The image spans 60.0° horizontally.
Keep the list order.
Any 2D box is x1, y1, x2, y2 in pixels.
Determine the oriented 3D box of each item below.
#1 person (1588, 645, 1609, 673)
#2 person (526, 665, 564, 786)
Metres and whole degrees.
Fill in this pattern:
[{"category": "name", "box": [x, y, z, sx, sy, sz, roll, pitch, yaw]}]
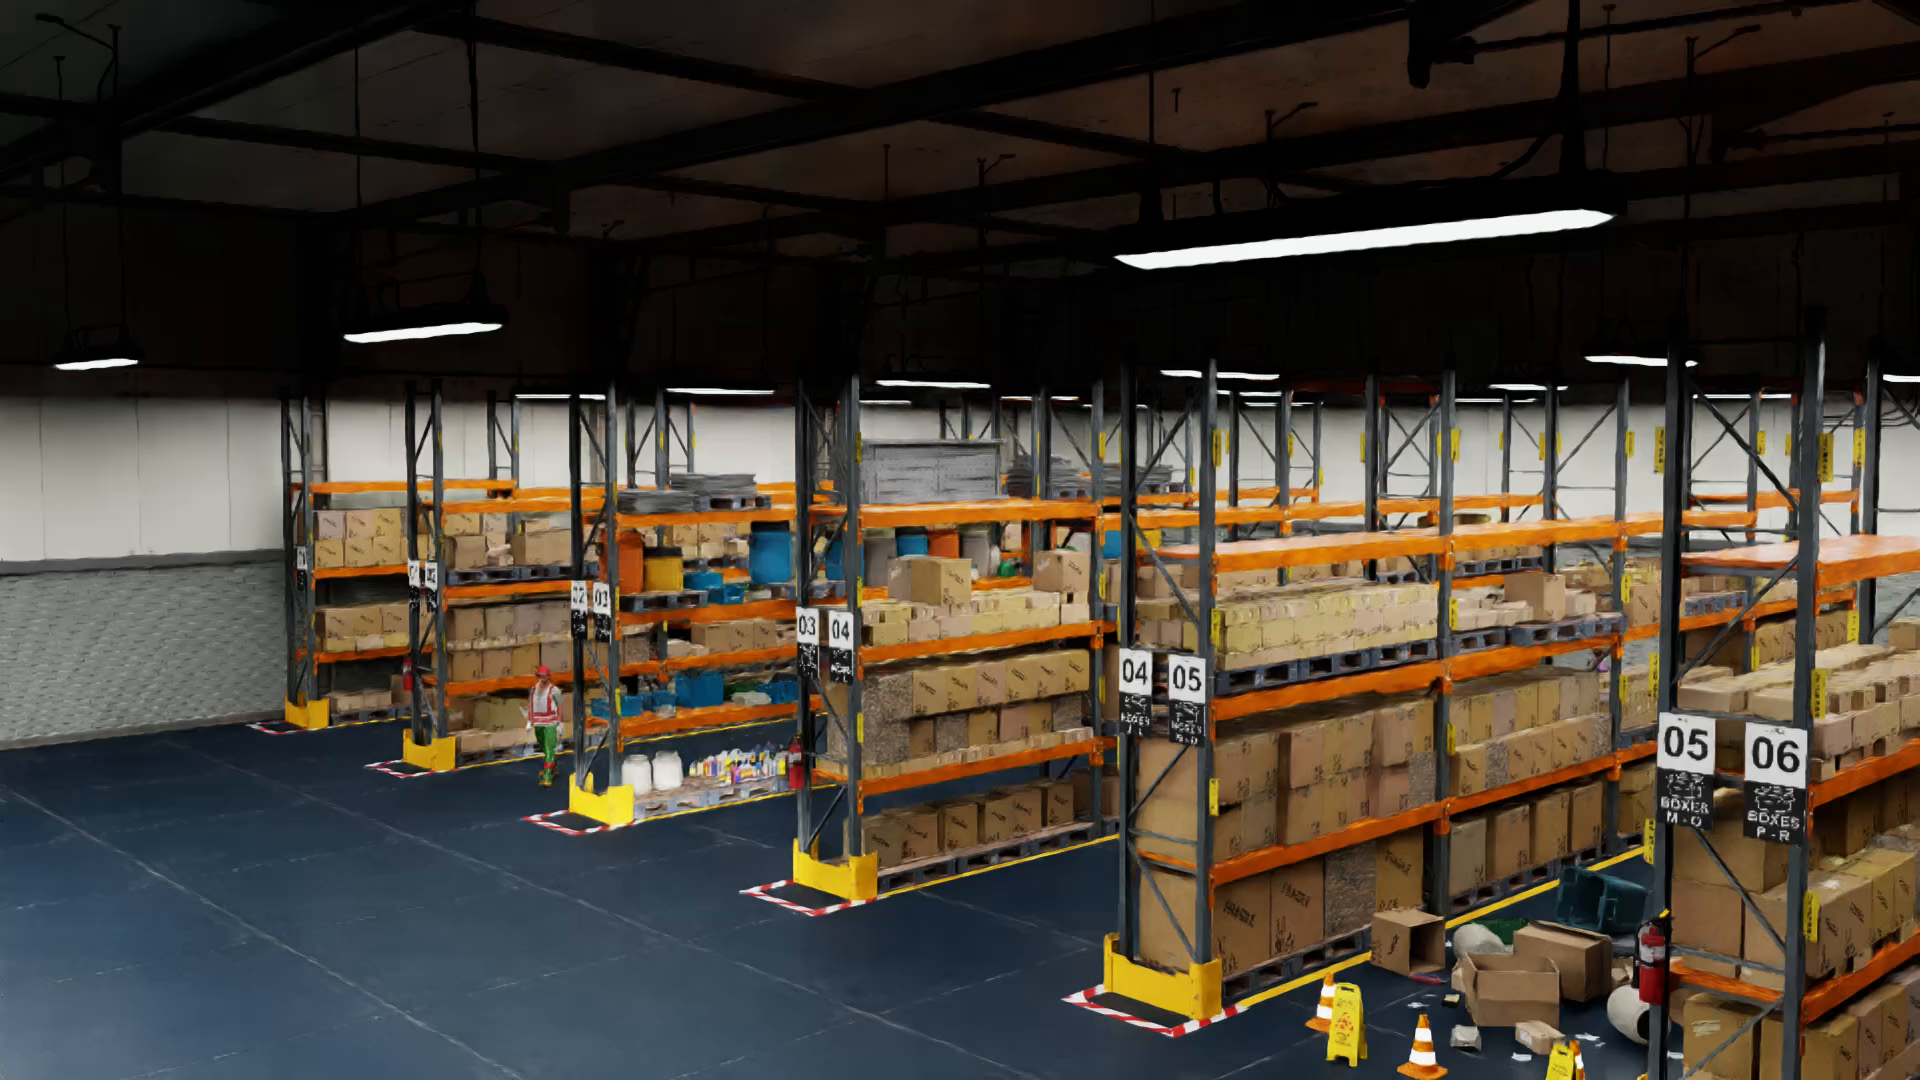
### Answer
[{"category": "person", "box": [10.796, 2.553, 28.161, 0.510, 1.601, 0.365, -2, 4, -30]}, {"category": "person", "box": [-6.140, 2.717, 24.579, 0.577, 1.762, 0.948, 1, 4, 21]}]
